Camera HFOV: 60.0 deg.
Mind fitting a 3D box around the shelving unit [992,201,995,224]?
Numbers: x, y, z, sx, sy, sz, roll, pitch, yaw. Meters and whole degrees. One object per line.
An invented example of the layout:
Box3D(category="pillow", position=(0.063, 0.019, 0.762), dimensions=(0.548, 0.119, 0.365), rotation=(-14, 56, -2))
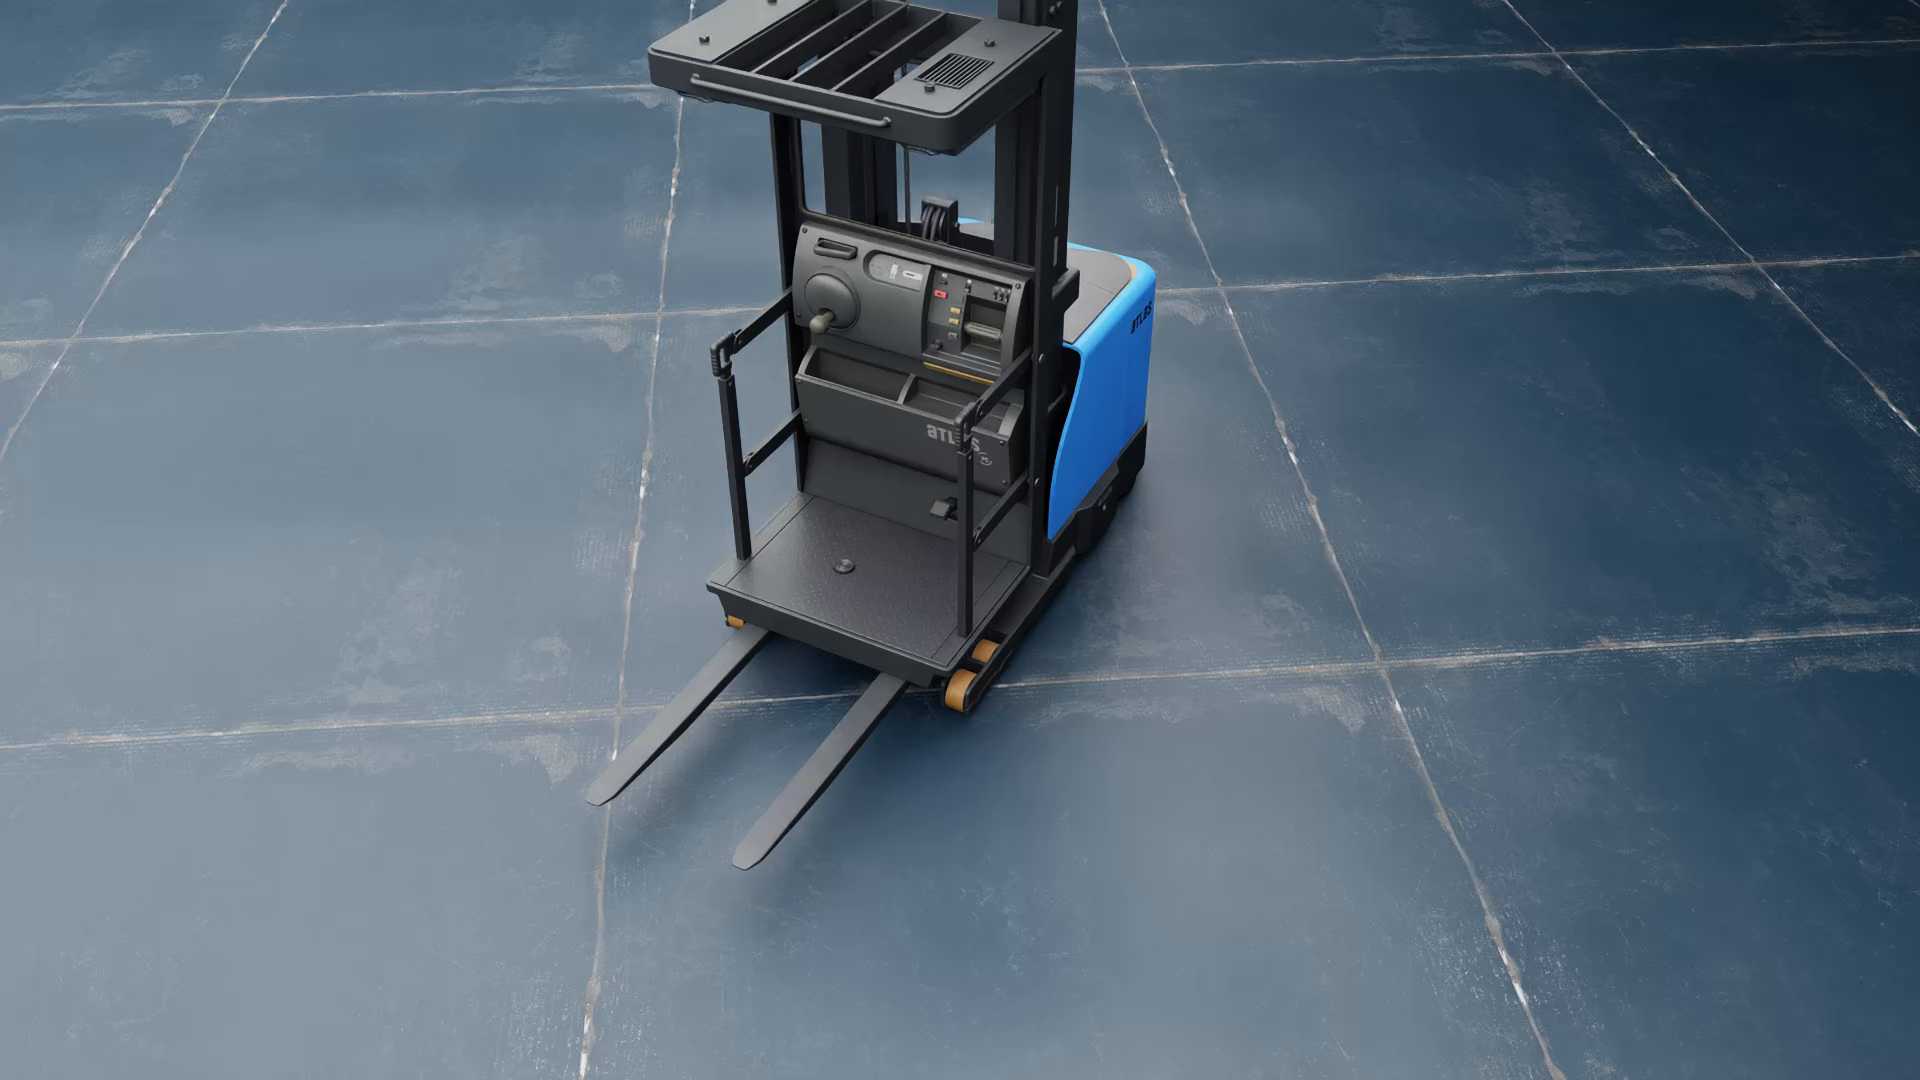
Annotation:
Box3D(category="shelving unit", position=(0.285, -1.080, 7.761), dimensions=(0.252, 1.050, 0.215), rotation=(-14, 41, -21))

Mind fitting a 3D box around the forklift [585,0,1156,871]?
Box3D(category="forklift", position=(-0.295, -0.807, 5.907), dimensions=(1.130, 2.935, 3.031), rotation=(18, 42, 22))

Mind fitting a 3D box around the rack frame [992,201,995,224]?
Box3D(category="rack frame", position=(0.174, -1.052, 7.718), dimensions=(0.008, 1.050, 0.200), rotation=(-14, 41, -21))
